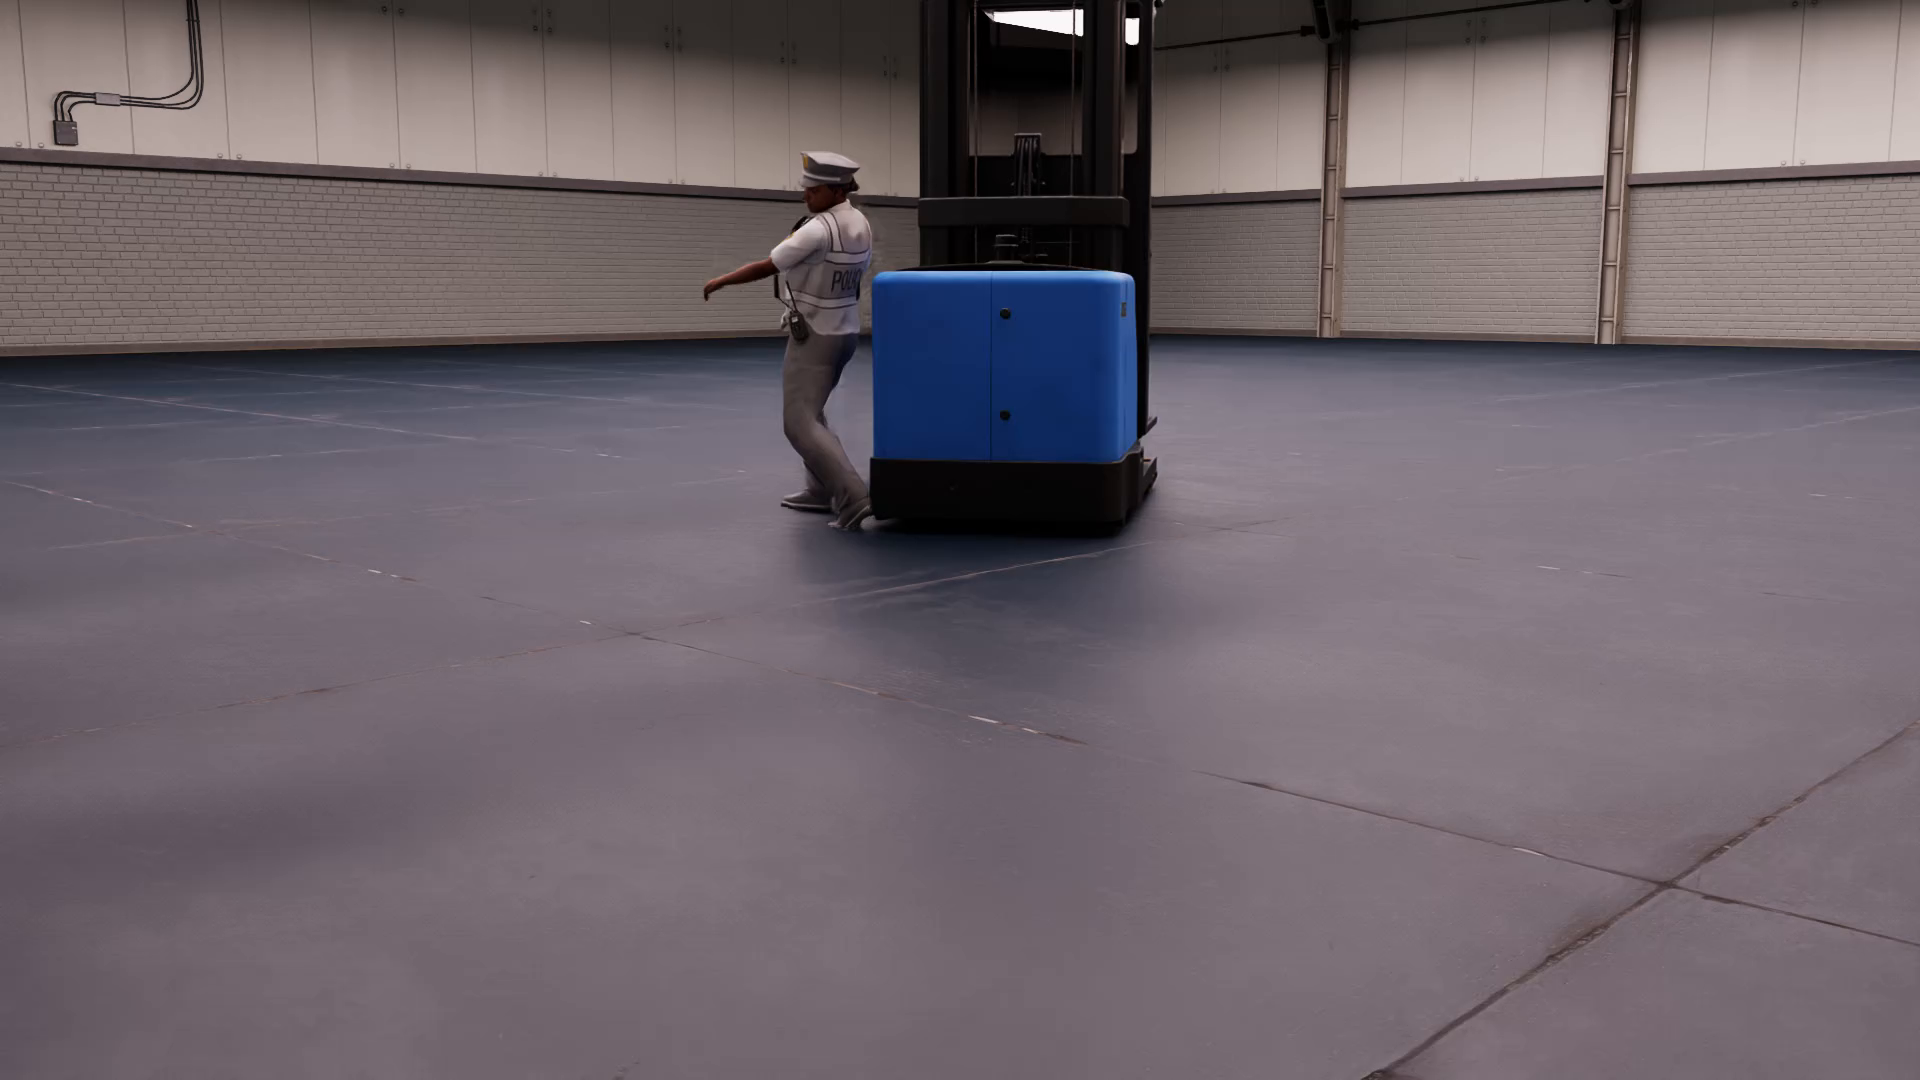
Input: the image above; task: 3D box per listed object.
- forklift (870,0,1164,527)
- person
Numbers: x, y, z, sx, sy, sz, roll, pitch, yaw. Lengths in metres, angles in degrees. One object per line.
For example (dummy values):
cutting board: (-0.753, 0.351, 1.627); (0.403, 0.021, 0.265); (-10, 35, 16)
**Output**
forklift: (0.396, -1.683, 8.049); (1.130, 2.935, 3.031); (2, 9, 10)
person: (-0.658, -0.871, 7.353); (0.855, 1.617, 0.743); (3, 9, 18)
